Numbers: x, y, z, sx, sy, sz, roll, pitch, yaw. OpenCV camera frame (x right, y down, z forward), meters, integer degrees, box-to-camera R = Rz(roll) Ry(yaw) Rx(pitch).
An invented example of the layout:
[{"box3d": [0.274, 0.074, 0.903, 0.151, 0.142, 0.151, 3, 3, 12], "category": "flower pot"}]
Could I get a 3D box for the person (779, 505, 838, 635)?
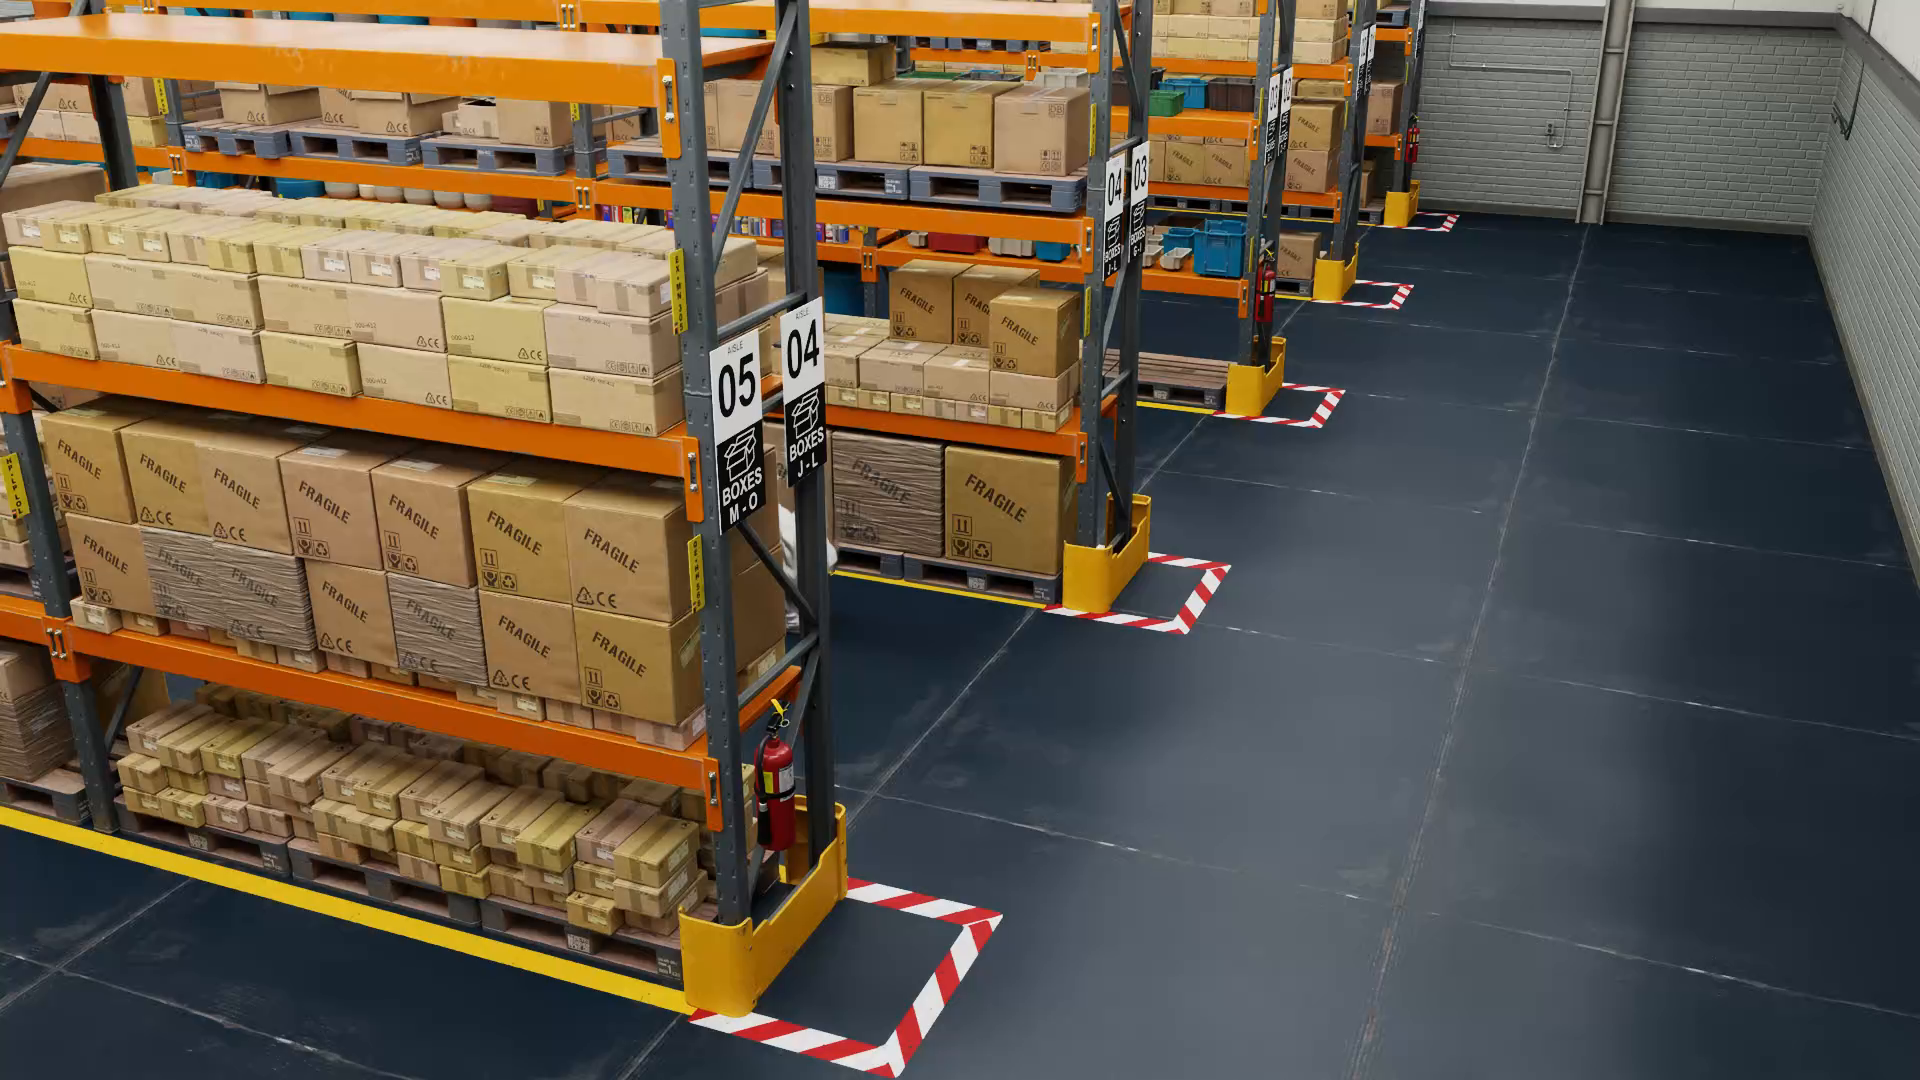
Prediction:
[{"box3d": [-1.309, 0.134, 11.632, 0.875, 0.999, 0.569, 9, 24, 20], "category": "person"}]
